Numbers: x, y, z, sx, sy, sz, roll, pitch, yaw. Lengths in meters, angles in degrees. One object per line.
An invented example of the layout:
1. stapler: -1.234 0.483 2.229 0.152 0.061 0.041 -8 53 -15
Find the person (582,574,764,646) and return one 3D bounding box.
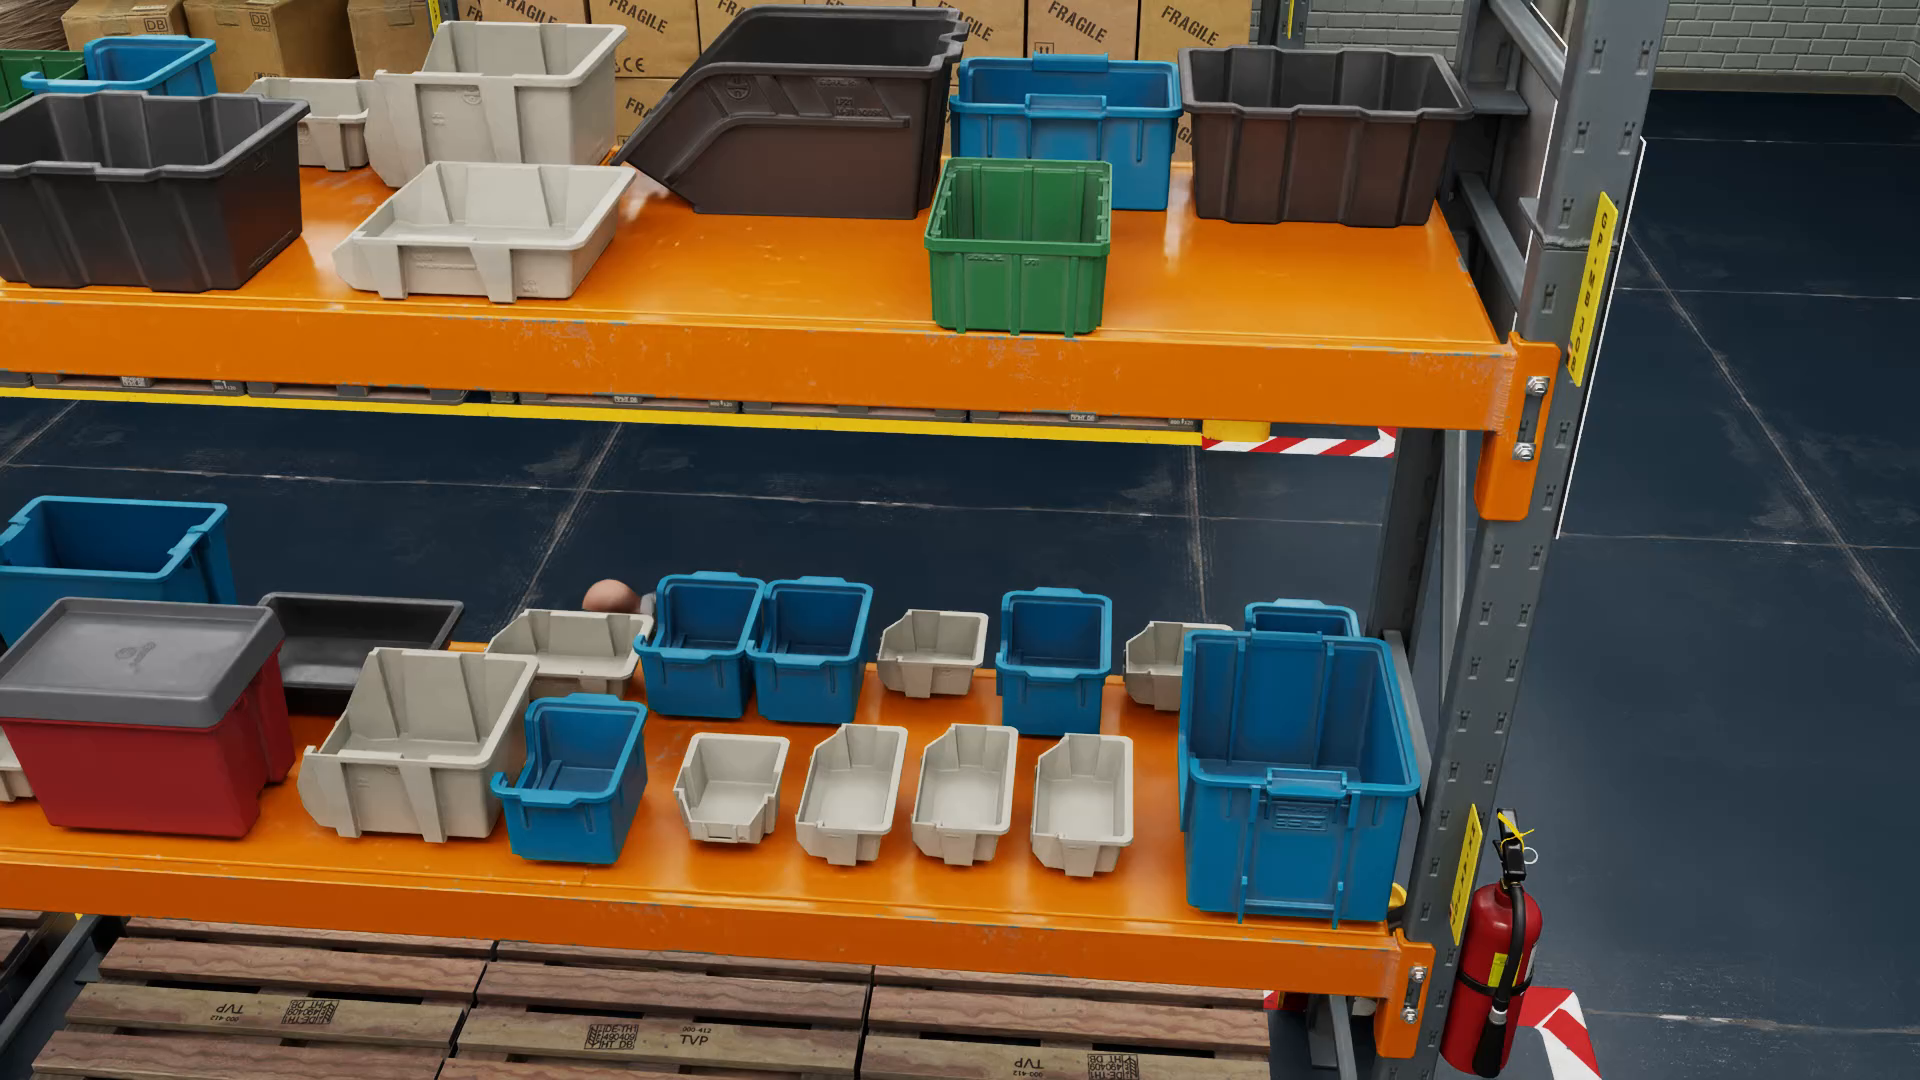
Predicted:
1. person: -0.864 0.550 6.001 0.897 0.961 0.506 2 32 3
